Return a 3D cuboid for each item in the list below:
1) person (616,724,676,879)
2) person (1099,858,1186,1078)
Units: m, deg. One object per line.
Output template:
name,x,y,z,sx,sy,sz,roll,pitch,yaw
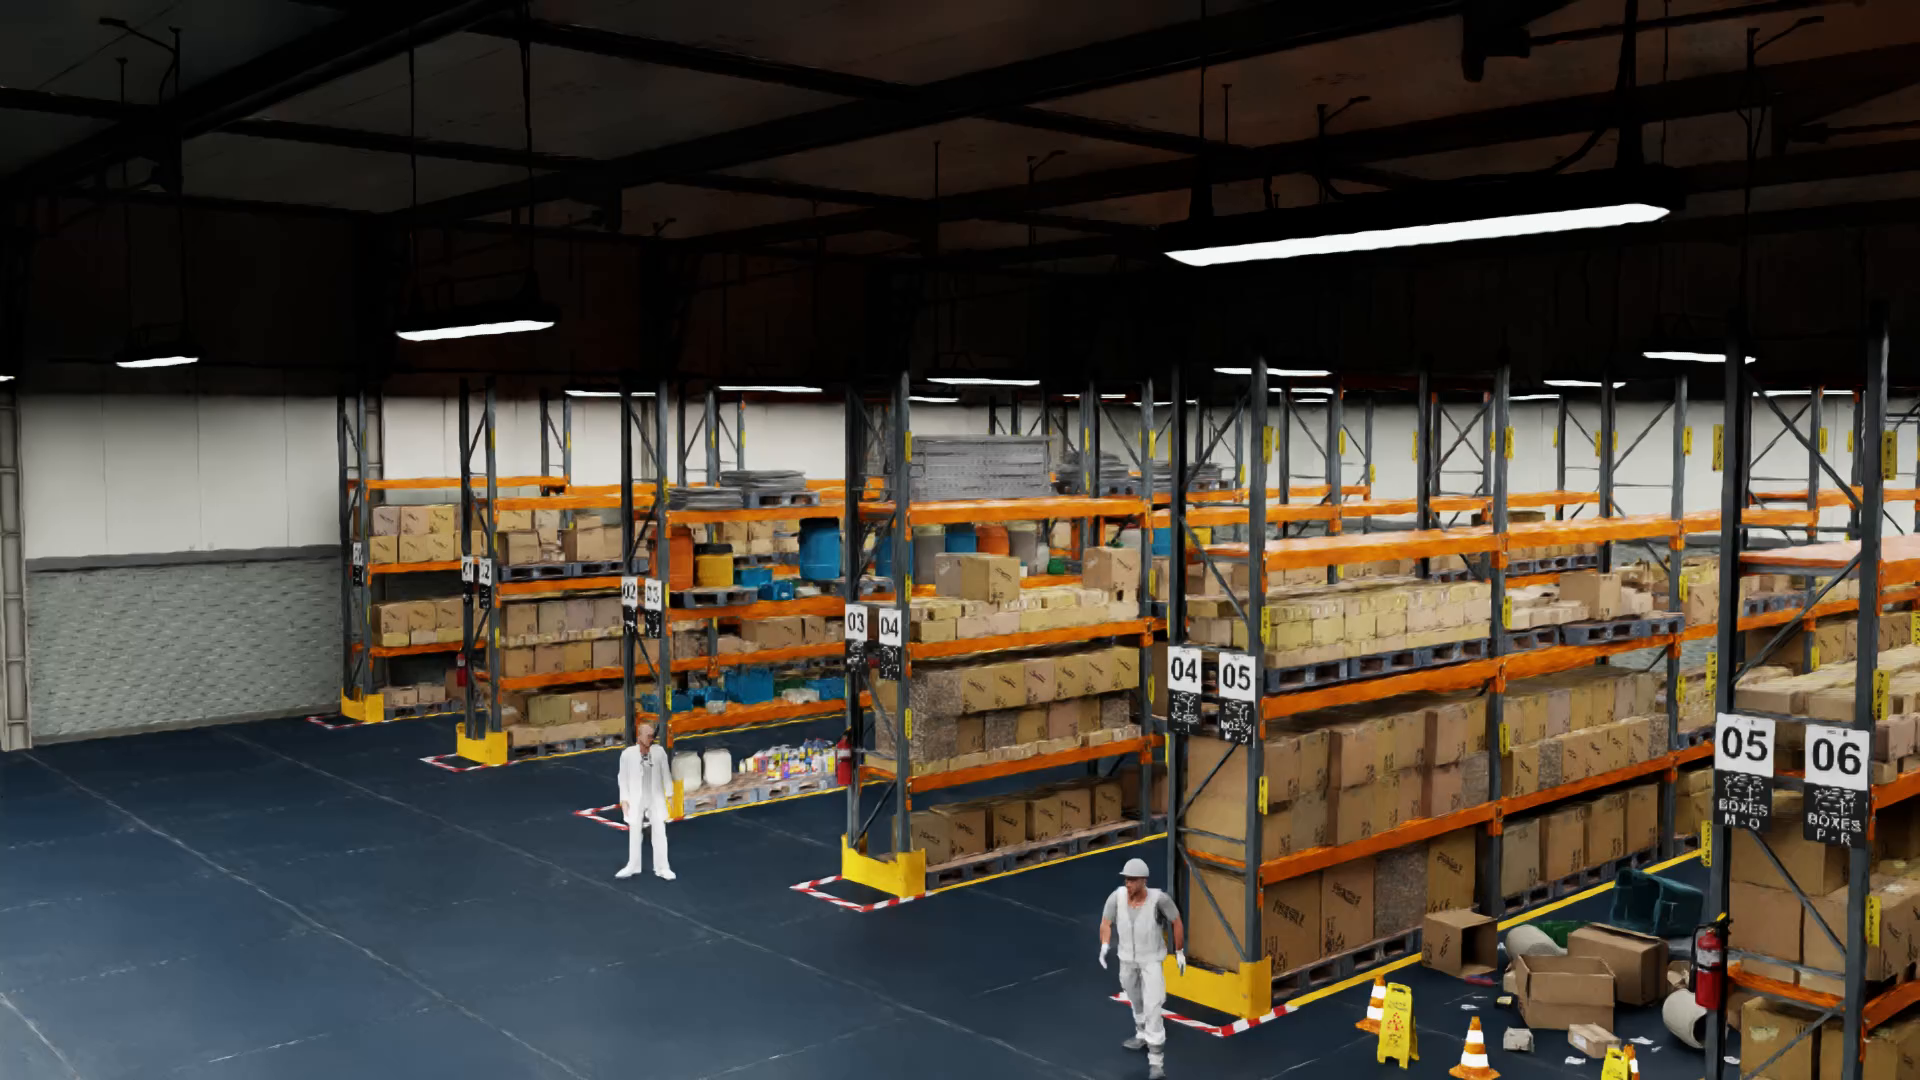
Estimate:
person,-3.622,3.003,19.156,0.679,1.781,0.513,-1,4,-18
person,1.495,3.405,13.531,0.684,1.715,0.844,2,4,32
